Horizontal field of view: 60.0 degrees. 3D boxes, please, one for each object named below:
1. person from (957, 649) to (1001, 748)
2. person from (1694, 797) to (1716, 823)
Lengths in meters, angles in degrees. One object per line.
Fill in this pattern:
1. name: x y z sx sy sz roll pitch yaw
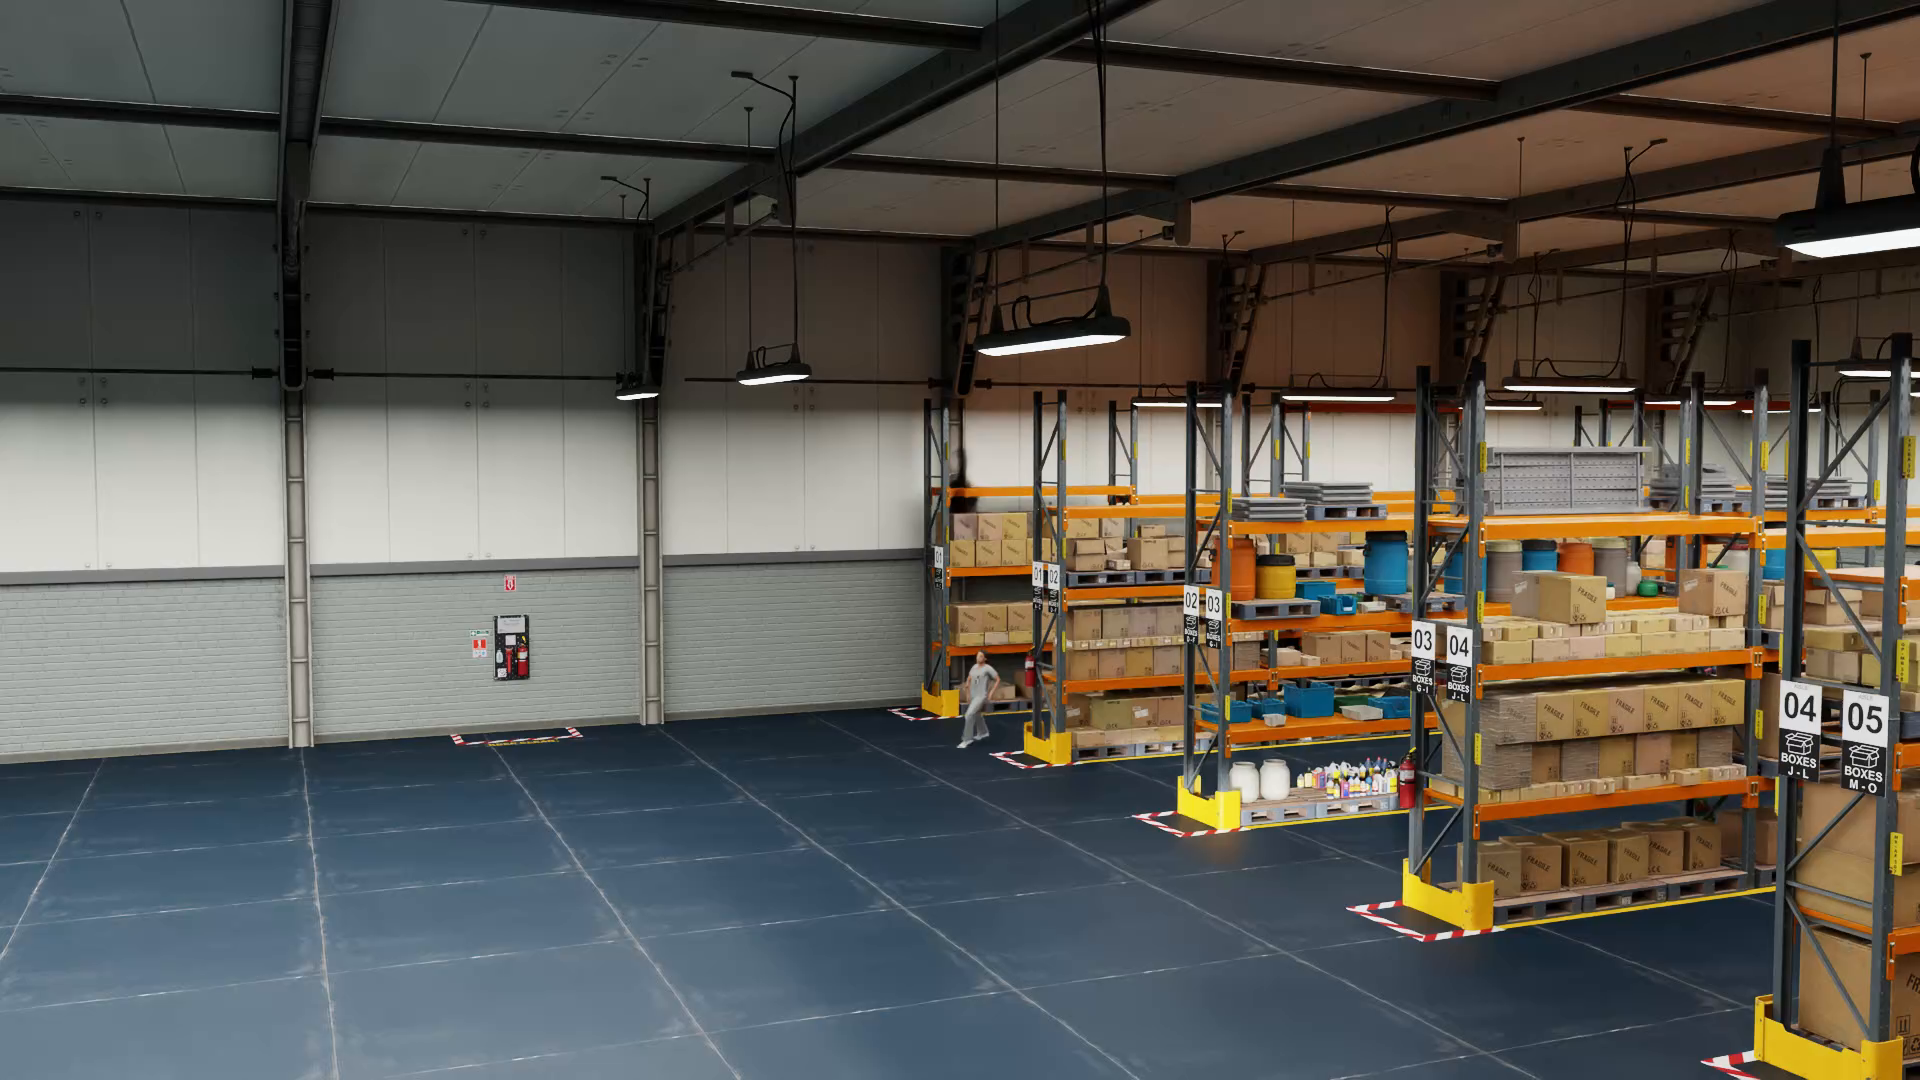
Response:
1. person: 0.332 2.682 28.205 0.775 1.689 0.655 -3 4 -40
2. person: 9.644 2.990 21.764 0.769 1.766 0.654 -1 4 -22
